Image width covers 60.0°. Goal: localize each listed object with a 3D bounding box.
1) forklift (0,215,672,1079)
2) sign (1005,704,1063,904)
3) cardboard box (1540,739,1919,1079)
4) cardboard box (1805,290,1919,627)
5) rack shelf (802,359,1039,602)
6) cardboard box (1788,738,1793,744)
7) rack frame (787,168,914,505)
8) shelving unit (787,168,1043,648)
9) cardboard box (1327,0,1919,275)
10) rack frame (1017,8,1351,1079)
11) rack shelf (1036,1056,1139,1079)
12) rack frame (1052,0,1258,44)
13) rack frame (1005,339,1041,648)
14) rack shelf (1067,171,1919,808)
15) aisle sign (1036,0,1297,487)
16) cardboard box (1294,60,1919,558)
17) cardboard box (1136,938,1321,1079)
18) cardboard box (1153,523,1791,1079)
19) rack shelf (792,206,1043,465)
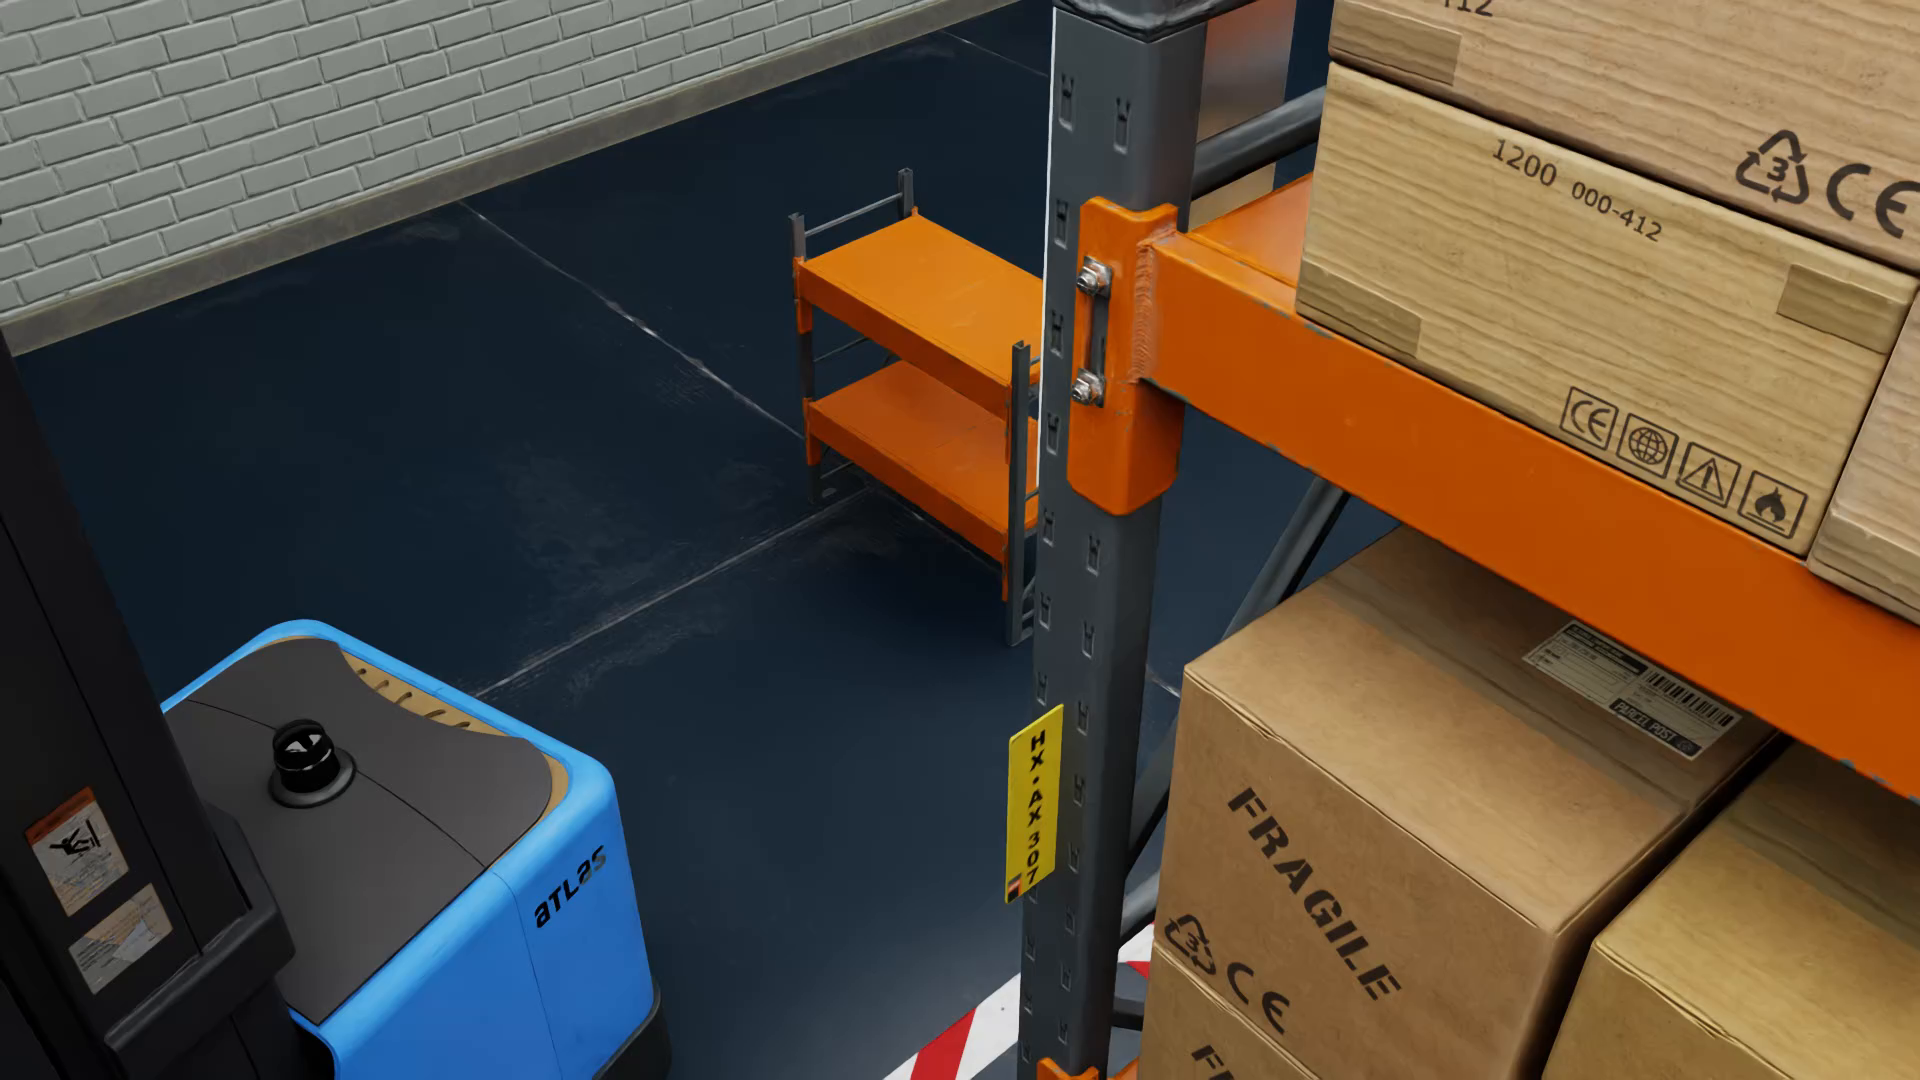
[{"bbox_3d":[-1.906,0.801,2.425,1.130,2.935,3.031,21,44,24],"label":"forklift"},{"bbox_3d":[0.101,0.358,2.231,0.100,0.325,0.005,-30,48,-32],"label":"sign"},{"bbox_3d":[0.965,0.592,1.754,0.500,0.500,0.500,-29,47,-31],"label":"cardboard box"},{"bbox_3d":[0.989,-0.062,1.172,0.500,0.250,0.500,-30,48,-32],"label":"cardboard box"},{"bbox_3d":[-0.005,-0.251,5.554,0.538,0.278,1.000,-30,48,-32],"label":"rack shelf"},{"bbox_3d":[1.004,0.125,2.333,0.500,0.500,0.500,-30,48,-32],"label":"cardboard box"},{"bbox_3d":[-0.348,-0.676,5.692,0.500,1.125,0.032,-30,48,-32],"label":"rack frame"},{"bbox_3d":[-0.005,-0.441,5.400,0.538,1.125,1.048,-30,48,-32],"label":"shelving unit"},{"bbox_3d":[0.656,-0.491,1.305,0.500,0.250,0.500,-30,48,-32],"label":"cardboard box"},{"bbox_3d":[0.500,0.464,2.788,1.000,3.000,0.127,-30,48,-32],"label":"rack frame"},{"bbox_3d":[1.853,1.669,1.868,1.077,0.370,4.000,-30,48,-32],"label":"rack shelf"},{"bbox_3d":[0.500,-1.870,0.904,1.000,3.000,0.127,-30,48,-32],"label":"rack frame"},{"bbox_3d":[0.339,-0.205,5.109,0.500,1.125,0.032,-30,48,-32],"label":"rack frame"},{"bbox_3d":[1.853,0.502,0.926,1.077,0.370,4.000,-30,48,-32],"label":"rack shelf"},{"bbox_3d":[0.238,-0.454,1.856,0.394,0.787,0.004,-30,48,-32],"label":"aisle sign"},{"bbox_3d":[0.661,-0.299,1.465,0.500,0.250,0.500,-30,48,-32],"label":"cardboard box"},{"bbox_3d":[0.606,0.742,2.364,0.500,0.500,0.500,-29,47,-31],"label":"cardboard box"},{"bbox_3d":[0.606,0.353,2.050,0.500,0.500,0.500,-28,47,-31],"label":"cardboard box"},{"bbox_3d":[-0.005,-0.668,5.217,0.538,0.278,1.000,-30,48,-32],"label":"rack shelf"}]
